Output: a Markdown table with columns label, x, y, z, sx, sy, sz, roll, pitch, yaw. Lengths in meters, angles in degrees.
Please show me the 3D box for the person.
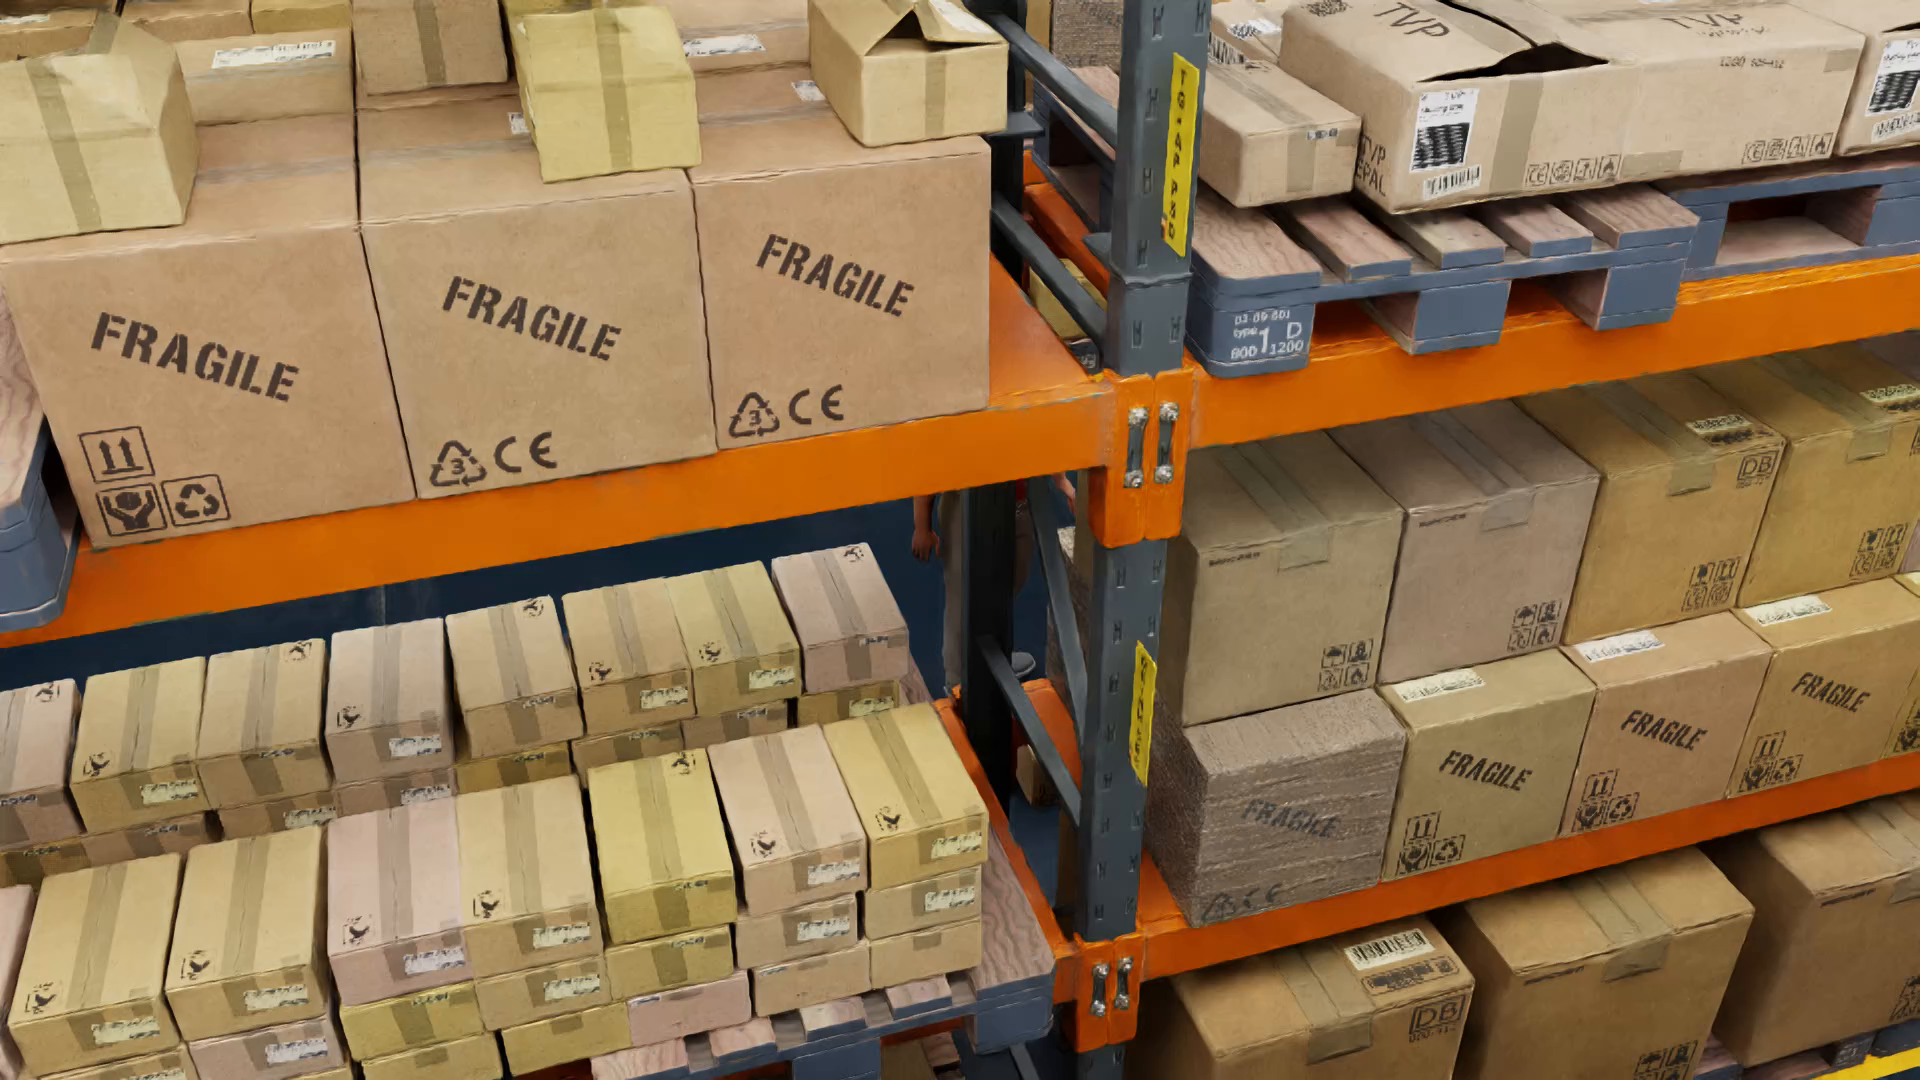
| label | x | y | z | sx | sy | sz | roll | pitch | yaw |
| --- | --- | --- | --- | --- | --- | --- | --- | --- | --- |
| person | 0.162 | -0.113 | 6.298 | 0.696 | 1.730 | 0.360 | -28 | 43 | -35 |
